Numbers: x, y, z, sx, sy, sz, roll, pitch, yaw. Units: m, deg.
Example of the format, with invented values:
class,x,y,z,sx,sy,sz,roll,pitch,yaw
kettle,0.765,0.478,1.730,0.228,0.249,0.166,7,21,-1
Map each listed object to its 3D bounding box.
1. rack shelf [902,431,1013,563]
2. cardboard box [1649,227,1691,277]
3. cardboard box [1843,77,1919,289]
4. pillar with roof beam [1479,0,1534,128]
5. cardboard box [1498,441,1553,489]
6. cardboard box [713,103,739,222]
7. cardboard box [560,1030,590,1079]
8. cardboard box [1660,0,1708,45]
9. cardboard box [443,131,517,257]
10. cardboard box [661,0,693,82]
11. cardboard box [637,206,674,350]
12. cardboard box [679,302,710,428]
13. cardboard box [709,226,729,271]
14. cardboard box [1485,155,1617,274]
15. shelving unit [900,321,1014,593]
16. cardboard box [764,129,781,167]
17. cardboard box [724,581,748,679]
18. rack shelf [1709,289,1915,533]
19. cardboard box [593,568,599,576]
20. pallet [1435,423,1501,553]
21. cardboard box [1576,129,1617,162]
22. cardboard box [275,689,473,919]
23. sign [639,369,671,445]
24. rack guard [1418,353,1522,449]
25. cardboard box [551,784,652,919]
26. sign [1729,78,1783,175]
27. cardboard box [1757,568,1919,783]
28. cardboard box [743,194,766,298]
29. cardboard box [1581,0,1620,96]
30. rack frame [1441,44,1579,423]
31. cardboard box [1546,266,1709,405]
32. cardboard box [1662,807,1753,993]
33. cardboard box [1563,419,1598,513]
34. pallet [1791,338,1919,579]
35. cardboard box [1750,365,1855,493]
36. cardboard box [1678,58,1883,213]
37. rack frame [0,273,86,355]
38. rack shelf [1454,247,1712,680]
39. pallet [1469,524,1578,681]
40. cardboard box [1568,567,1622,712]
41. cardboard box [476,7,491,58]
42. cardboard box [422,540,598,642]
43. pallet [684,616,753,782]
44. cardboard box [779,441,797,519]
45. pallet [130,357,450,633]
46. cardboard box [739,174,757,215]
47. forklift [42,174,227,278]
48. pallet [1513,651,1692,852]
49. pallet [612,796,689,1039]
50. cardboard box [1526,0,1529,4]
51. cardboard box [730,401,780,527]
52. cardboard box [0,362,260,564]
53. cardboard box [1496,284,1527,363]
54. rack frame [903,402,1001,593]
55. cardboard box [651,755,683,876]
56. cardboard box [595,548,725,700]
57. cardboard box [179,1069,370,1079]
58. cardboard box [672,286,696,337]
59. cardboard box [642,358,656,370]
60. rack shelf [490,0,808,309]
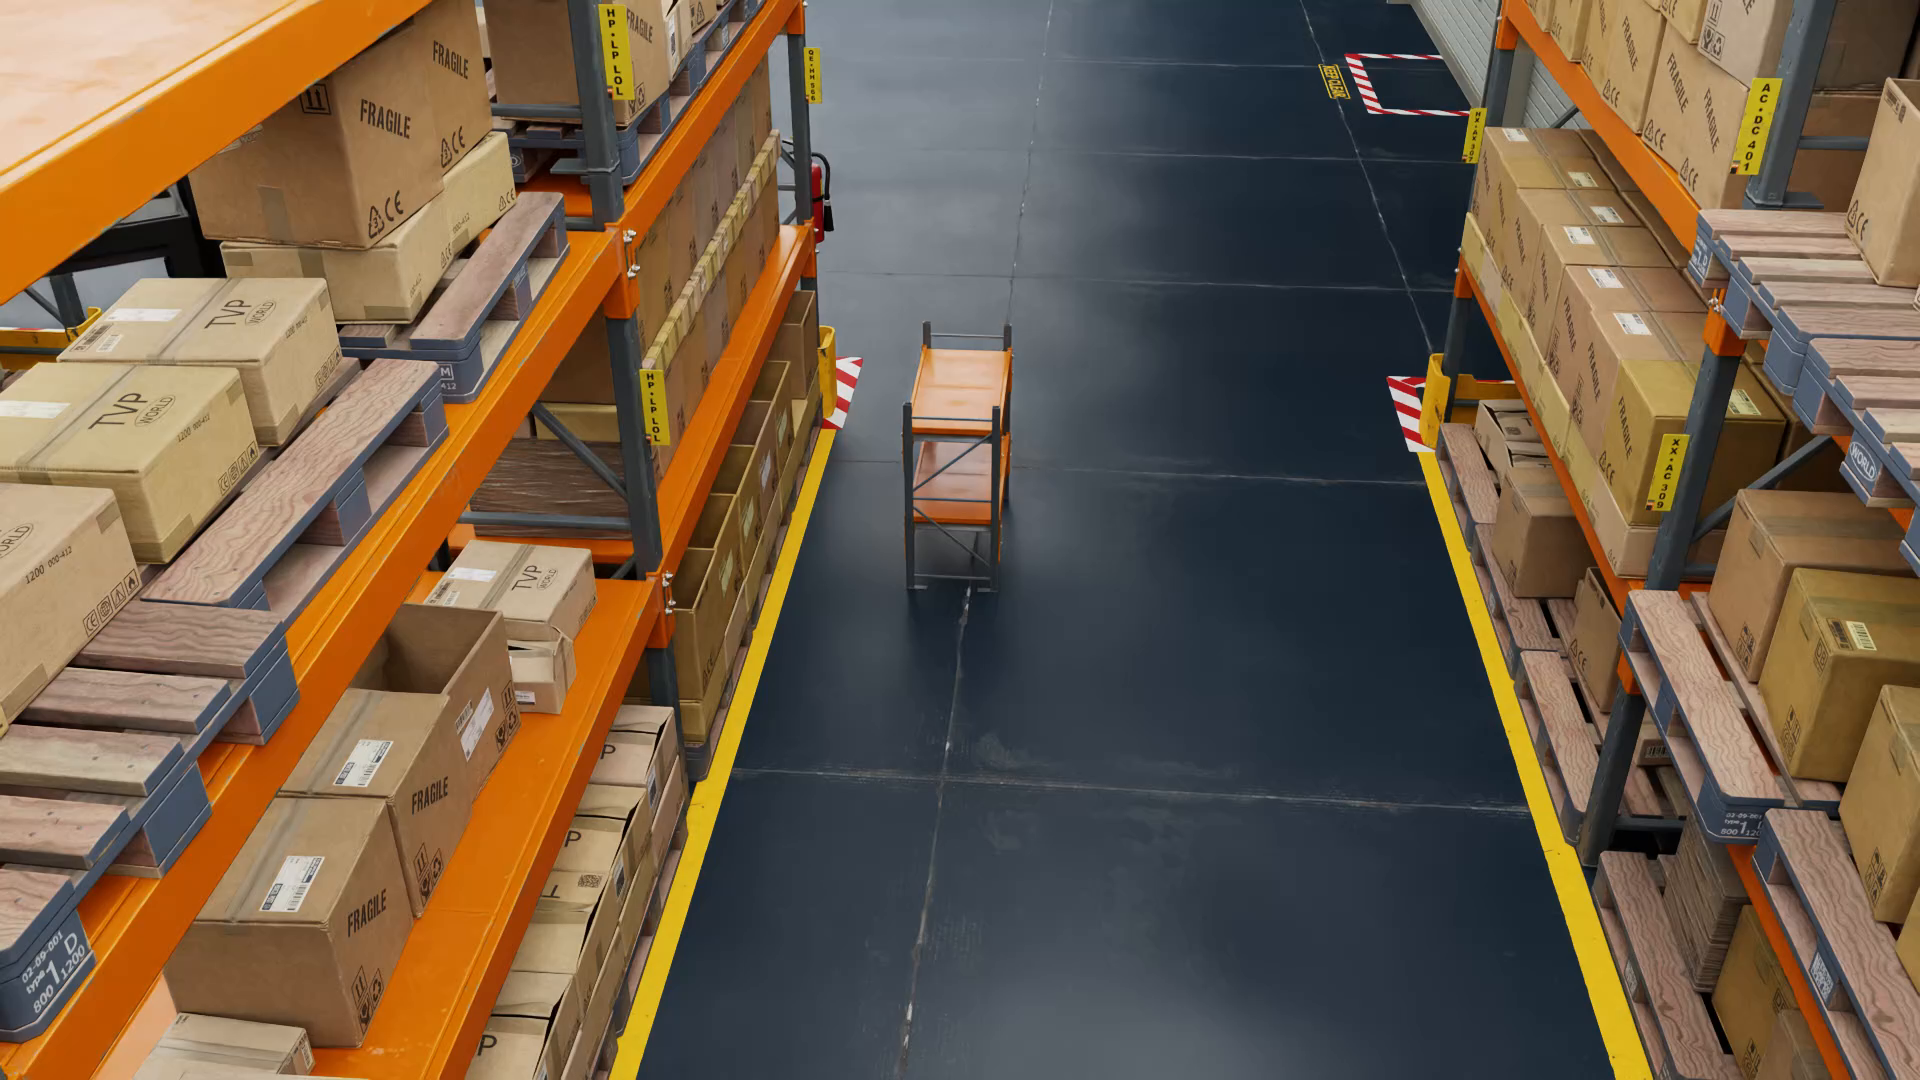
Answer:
class,x,y,z,sx,sy,sz,roll,pitch,yaw
rack shelf,-0.001,-0.267,9.358,0.538,0.278,1.000,2,32,4
cardboard box,3.574,-1.167,7.974,0.500,0.500,0.500,3,32,5
cardboard box,3.080,-1.080,5.068,0.500,0.500,0.500,7,32,11
pillar with roof beam,0.533,-7.428,13.006,9.100,9.000,0.400,2,32,4
cardboard box,3.338,-0.342,9.370,0.500,0.311,0.500,5,32,8
cardboard box,-1.540,-1.950,8.503,0.700,0.500,0.500,3,32,4
cardboard box,-1.605,1.946,5.735,0.500,0.250,0.500,3,32,5
cardboard box,3.009,-2.180,6.282,0.500,0.500,0.500,4,32,7
cardboard box,-1.793,-1.144,5.410,0.500,0.250,0.500,6,32,9
cardboard box,-1.385,-2.085,6.747,0.500,0.311,0.500,1,32,1
cardboard box,-1.663,-1.165,7.230,0.700,0.500,0.500,2,32,4
cardboard box,-1.622,-0.887,8.015,0.700,0.500,0.500,3,32,5
cardboard box,-1.373,-1.465,8.334,0.380,0.149,0.250,2,32,3
cardboard box,3.142,-1.725,8.879,0.500,0.500,0.500,3,32,4
shelving unit,-0.001,-0.475,9.229,0.538,1.125,1.048,2,32,4
cardboard box,-1.248,-2.276,9.651,0.380,0.149,0.250,2,32,3
cardboard box,-1.347,0.428,8.198,0.500,0.250,0.500,2,32,4
rack shelf,3.042,0.211,4.155,1.077,0.370,4.000,2,32,4
cardboard box,-1.861,0.086,8.037,0.500,0.500,0.500,2,32,4
pallet,3.423,-0.305,9.824,1.003,0.211,1.213,2,32,4
cardboard box,3.704,-1.964,9.267,0.500,0.500,0.500,2,32,3
cardboard box,-1.895,0.822,5.242,0.500,0.500,0.500,3,32,4
sign,-1.191,-0.515,6.478,0.100,0.325,0.005,2,32,4
rack guard,3.524,-0.852,10.436,1.175,0.500,0.348,2,32,4
cardboard box,-1.516,1.176,6.449,0.500,0.311,0.500,3,32,5
sign,2.663,-1.380,5.559,0.100,0.325,0.005,2,32,4
cardboard box,3.076,0.463,5.405,0.700,0.500,0.500,6,32,9
cardboard box,-1.496,-1.689,9.317,0.700,0.500,0.500,3,32,5
cardboard box,3.114,-2.287,7.409,0.500,0.500,0.500,4,32,7
rack frame,3.530,-1.955,9.844,1.000,3.000,0.127,2,32,4
cardboard box,3.022,-0.912,7.561,0.500,0.500,0.500,2,32,3
cardboard box,3.161,1.399,6.365,0.700,0.500,0.500,3,32,6
cardboard box,2.990,-0.329,7.329,0.500,0.250,0.500,3,32,4
pallet,2.967,-0.200,4.316,1.213,0.211,1.003,2,32,4
cardboard box,3.451,-0.365,6.672,0.500,0.500,0.500,2,32,3
cardboard box,3.000,-1.468,6.080,0.500,0.500,0.500,3,32,5
rack frame,-6.344,-2.379,10.531,1.000,3.000,0.127,2,32,4
rack shelf,3.367,-0.603,8.336,1.077,0.370,4.000,2,32,4
pallet,3.321,0.331,8.792,1.003,0.211,1.213,2,32,4
cardboard box,3.249,0.469,7.874,0.500,0.500,0.500,0,32,0
cardboard box,-1.907,-2.124,6.965,0.380,0.149,0.250,2,32,4
cardboard box,-1.729,0.250,6.409,0.500,0.250,0.500,4,32,7
pallet,-1.626,0.700,8.194,1.003,0.211,1.213,2,32,4
cardboard box,-1.224,-0.357,9.471,0.500,0.250,0.500,2,32,4
pallet,-2.004,-0.122,4.190,1.003,0.211,1.213,4,32,6
cardboard box,-1.312,-1.874,8.998,0.380,0.149,0.250,3,32,5
forklift,-3.774,-0.663,7.813,3.031,2.935,1.130,-16,35,-24
pallet,3.224,0.971,7.754,1.003,0.211,1.213,2,32,4
pallet,-1.754,1.501,6.894,1.003,0.211,1.213,2,32,4
cardboard box,3.254,-3.119,8.759,0.500,0.500,0.500,3,32,5
cardboard box,-1.263,-0.414,8.850,0.500,0.500,0.500,2,32,4
cardboard box,-1.995,-0.187,3.858,0.500,0.250,0.500,2,32,3
cardboard box,3.099,-1.120,8.613,0.500,0.250,0.500,2,32,3
rack frame,-0.042,-0.210,8.798,0.500,1.125,0.032,2,32,4
cardboard box,-1.478,1.148,7.030,0.500,0.250,0.500,2,32,4
cardboard box,-1.383,0.370,7.577,0.500,0.500,0.500,2,32,4
cardboard box,-1.793,1.597,4.165,0.500,0.311,0.500,2,32,3
cardboard box,-1.436,-1.059,7.675,0.380,0.149,0.250,1,32,2
cardboard box,-1.498,-0.656,7.022,0.380,0.149,0.250,3,32,5
rack shelf,-1.570,-2.090,7.889,1.077,0.370,4.000,2,32,4
